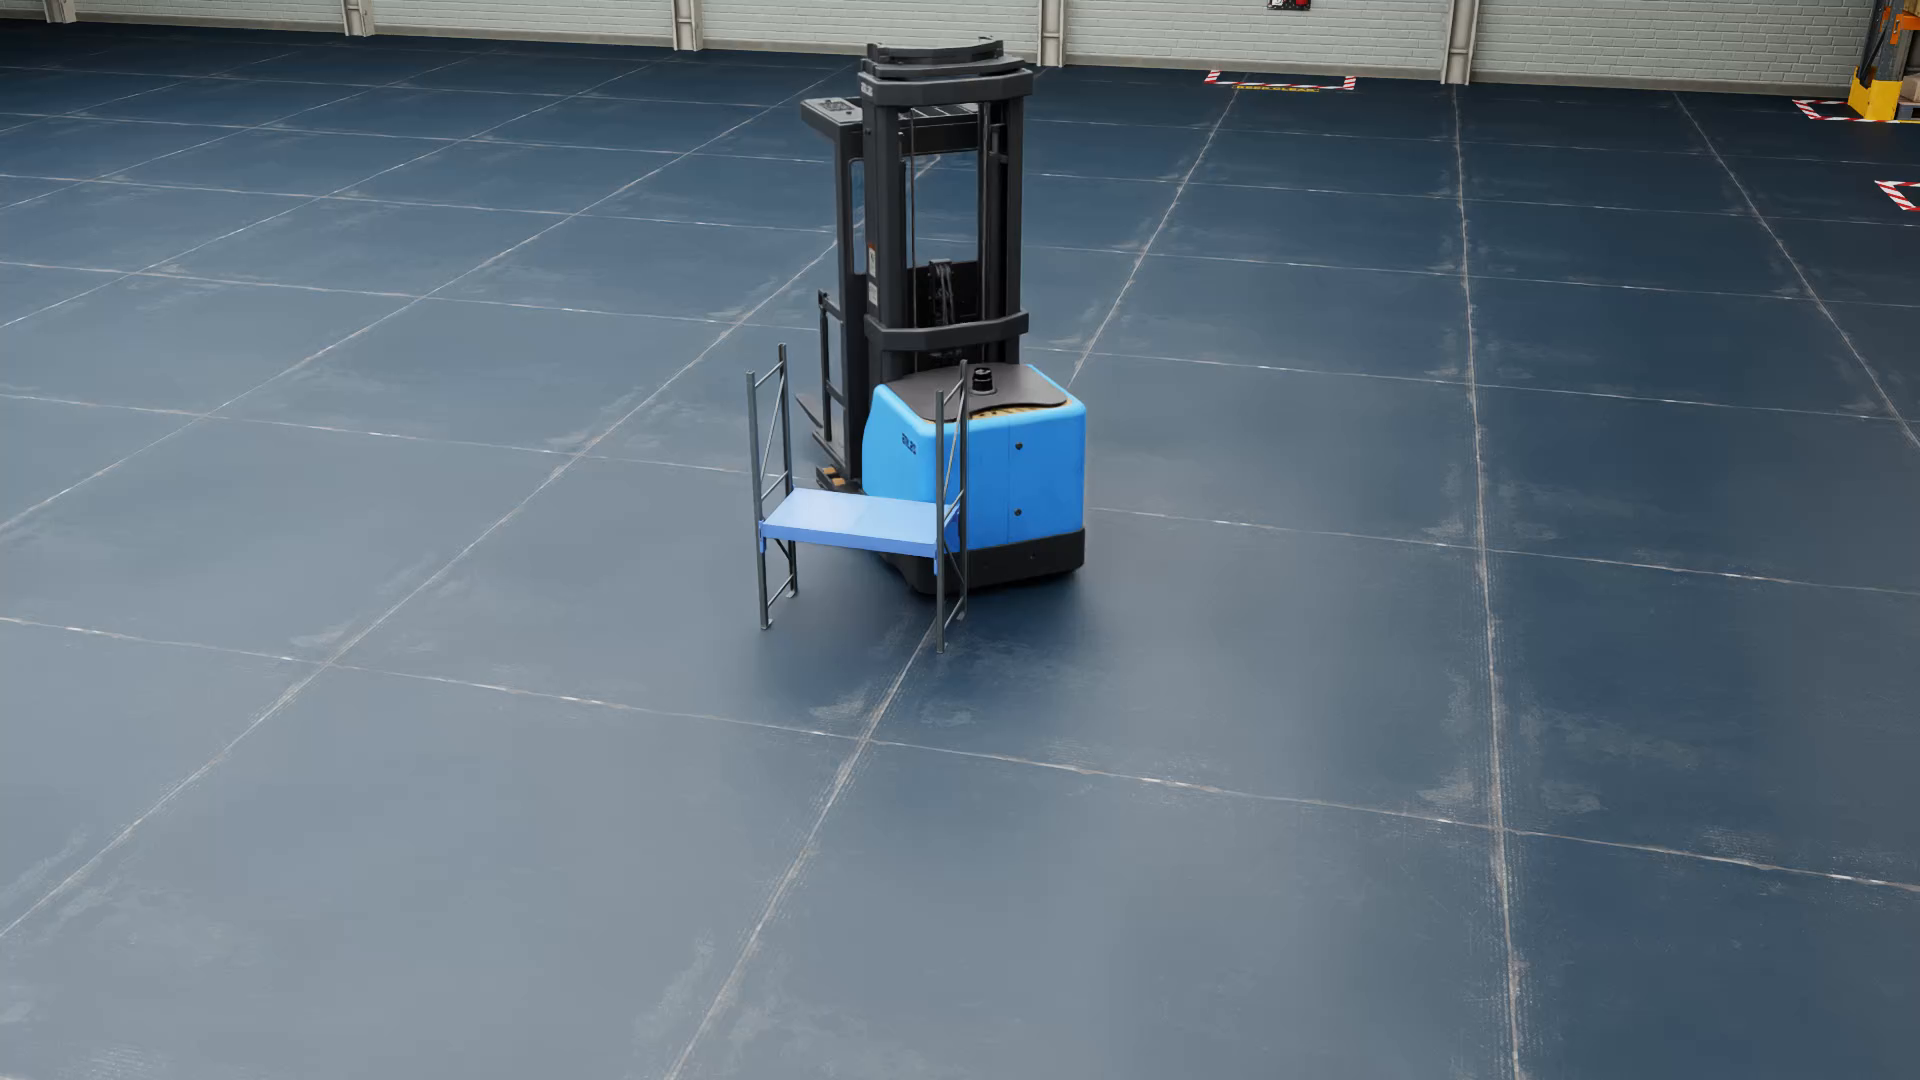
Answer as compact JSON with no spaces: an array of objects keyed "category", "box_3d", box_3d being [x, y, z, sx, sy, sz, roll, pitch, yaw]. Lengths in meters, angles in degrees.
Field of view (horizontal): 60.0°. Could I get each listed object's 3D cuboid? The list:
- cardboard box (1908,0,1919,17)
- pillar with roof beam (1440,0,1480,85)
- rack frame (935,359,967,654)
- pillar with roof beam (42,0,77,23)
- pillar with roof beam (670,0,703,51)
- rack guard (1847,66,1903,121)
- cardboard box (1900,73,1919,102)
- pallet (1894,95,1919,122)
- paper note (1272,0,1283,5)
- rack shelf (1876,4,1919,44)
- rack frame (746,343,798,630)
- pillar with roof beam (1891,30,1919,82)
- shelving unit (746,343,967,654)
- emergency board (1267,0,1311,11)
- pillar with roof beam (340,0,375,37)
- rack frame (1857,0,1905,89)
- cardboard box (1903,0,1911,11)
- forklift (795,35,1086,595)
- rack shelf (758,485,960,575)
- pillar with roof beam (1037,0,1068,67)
[{"category":"cardboard box","box_3d":[12.534,-6.866,21.334,0.500,0.250,0.500,6,26,11]},{"category":"pillar with roof beam","box_3d":[6.151,-8.953,18.587,0.400,9.000,9.100,6,26,13]},{"category":"rack frame","box_3d":[-0.042,-0.169,8.859,0.032,1.500,0.500,7,26,14]},{"category":"pillar with roof beam","box_3d":[-17.093,-11.523,23.984,0.400,9.000,9.100,6,26,13]},{"category":"pillar with roof beam","box_3d":[-5.471,-10.238,21.286,0.400,9.000,9.100,6,26,13]},{"category":"rack guard","box_3d":[12.214,-5.973,22.213,0.348,0.500,1.175,6,26,13]},{"category":"cardboard box","box_3d":[12.788,-5.982,21.942,0.500,0.311,0.500,3,26,7]},{"category":"pallet","box_3d":[12.992,-5.740,22.062,1.213,0.211,1.003,6,26,13]},{"category":"paper note","box_3d":[4.685,-7.967,24.520,0.142,0.148,0.016,6,26,13]},{"category":"rack shelf","box_3d":[14.077,-6.570,21.398,4.000,0.370,1.077,6,26,13]},{"category":"rack frame","box_3d":[-1.022,-0.286,9.105,0.032,1.500,0.500,7,26,14]},{"category":"pillar with roof beam","box_3d":[11.961,-8.311,17.238,0.400,9.000,9.100,6,26,13]},{"category":"shelving unit","box_3d":[-0.532,-0.227,8.982,1.048,1.500,0.538,7,26,14]},{"category":"emergency board","box_3d":[4.839,-8.317,24.230,0.643,1.169,0.194,6,26,13]},{"category":"pillar with roof beam","box_3d":[-11.282,-10.880,22.635,0.400,9.000,9.100,6,26,13]},{"category":"rack frame","box_3d":[12.140,-7.109,21.693,0.127,3.000,1.000,6,26,13]},{"category":"cardboard box","box_3d":[12.641,-7.081,21.785,0.500,0.250,0.500,7,26,14]},{"category":"forklift","box_3d":[-0.296,-1.620,10.244,1.130,2.935,3.031,-10,27,-20]},{"category":"rack shelf","box_3d":[-0.532,-0.065,9.060,1.000,0.185,0.538,7,26,14]},{"category":"pillar with roof beam","box_3d":[0.340,-9.596,19.936,0.400,9.000,9.100,6,26,13]}]
